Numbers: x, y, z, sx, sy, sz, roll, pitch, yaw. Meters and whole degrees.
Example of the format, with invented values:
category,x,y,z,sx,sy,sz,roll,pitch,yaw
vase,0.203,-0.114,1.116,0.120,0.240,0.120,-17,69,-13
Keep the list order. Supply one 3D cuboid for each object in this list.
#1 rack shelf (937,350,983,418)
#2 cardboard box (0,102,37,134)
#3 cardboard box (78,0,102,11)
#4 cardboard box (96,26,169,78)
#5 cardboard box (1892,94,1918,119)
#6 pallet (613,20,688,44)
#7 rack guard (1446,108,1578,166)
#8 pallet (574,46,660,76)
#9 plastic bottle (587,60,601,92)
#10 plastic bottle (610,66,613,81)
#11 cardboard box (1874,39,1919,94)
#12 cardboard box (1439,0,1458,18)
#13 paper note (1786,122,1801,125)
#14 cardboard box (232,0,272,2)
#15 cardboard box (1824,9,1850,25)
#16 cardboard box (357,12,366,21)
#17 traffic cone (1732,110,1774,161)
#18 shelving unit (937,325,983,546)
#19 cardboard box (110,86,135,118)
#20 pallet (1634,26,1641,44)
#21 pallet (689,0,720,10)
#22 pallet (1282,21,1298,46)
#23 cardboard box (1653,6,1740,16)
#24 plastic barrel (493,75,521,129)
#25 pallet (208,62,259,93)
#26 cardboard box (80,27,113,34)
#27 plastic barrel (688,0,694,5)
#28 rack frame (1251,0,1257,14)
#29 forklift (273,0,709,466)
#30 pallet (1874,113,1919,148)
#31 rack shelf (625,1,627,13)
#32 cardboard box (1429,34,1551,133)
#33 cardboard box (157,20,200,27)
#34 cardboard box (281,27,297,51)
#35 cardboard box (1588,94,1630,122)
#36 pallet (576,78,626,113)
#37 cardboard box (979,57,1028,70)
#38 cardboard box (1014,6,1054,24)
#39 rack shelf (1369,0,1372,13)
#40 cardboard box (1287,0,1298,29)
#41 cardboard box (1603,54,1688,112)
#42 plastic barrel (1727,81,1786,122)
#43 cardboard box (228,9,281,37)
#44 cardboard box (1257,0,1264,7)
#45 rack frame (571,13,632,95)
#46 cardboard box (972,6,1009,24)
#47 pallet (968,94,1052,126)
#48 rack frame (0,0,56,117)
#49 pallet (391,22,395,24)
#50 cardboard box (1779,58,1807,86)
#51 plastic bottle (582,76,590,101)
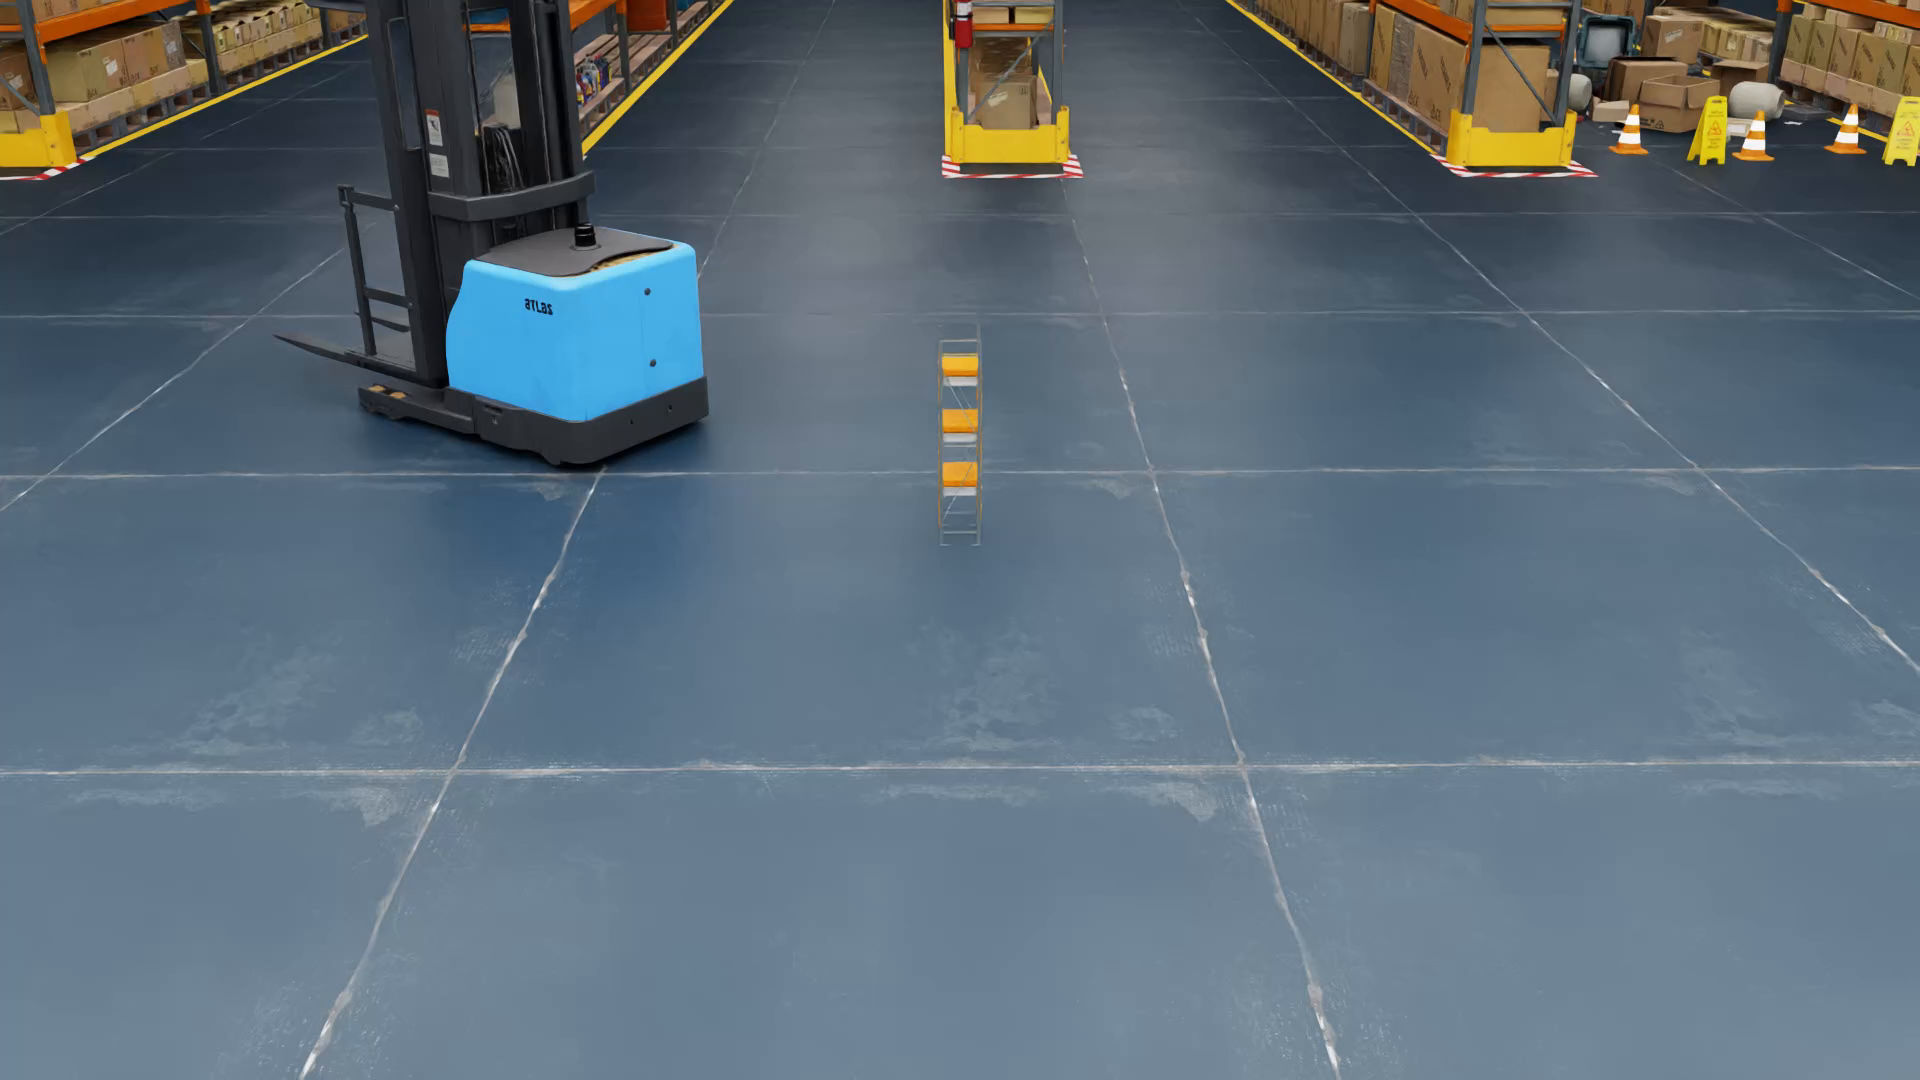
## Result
category,x,y,z,sx,sy,sz,roll,pitch,yaw
rack shelf,-0.001,-0.749,7.970,0.215,0.259,0.240,0,24,-1
cardboard box,-9.714,-4.274,16.887,0.500,0.250,0.500,0,24,-1
cardboard box,-9.415,-5.775,17.257,0.700,0.500,0.500,0,24,0
cardboard box,-9.230,-5.442,18.560,0.500,0.500,0.500,0,24,-1
cardboard box,10.124,-4.484,17.350,0.500,0.250,0.500,0,24,-1
pallet,-4.597,-7.487,24.548,1.003,0.211,1.213,0,24,-1
rack guard,5.454,-3.991,16.467,1.175,0.500,0.348,0,24,-1
pallet,-4.567,-6.342,22.015,1.003,0.211,1.213,0,24,-1
plastic bottle,-4.202,-5.302,19.014,0.144,0.351,0.185,0,24,-1
plastic bottle,-4.188,-5.562,19.770,0.097,0.201,0.097,0,24,0
cardboard box,10.124,-5.027,17.643,0.500,0.500,0.500,1,24,1
cardboard box,5.377,-5.587,16.781,0.875,0.550,0.550,0,24,-1
paper note,9.247,-4.633,18.456,0.142,0.019,0.148,-9,26,-19
cardboard box,-9.788,-7.389,23.094,0.500,0.311,0.500,1,24,1
cardboard box,10.044,-5.919,18.828,0.380,0.149,0.250,1,24,1
cardboard box,-9.231,-8.085,24.986,0.500,0.500,0.500,-1,24,-1
traffic cone,8.002,-4.074,16.696,0.336,0.463,0.334,0,24,-1
shelving unit,-0.001,-0.500,8.082,0.215,1.050,0.252,0,24,-1
cardboard box,-9.210,-4.688,17.803,0.500,0.250,0.500,0,24,-1
pallet,10.382,-7.554,24.697,1.003,0.211,1.213,0,24,-1
pallet,-4.637,-9.113,28.144,1.003,0.211,1.213,0,24,-1
pallet,5.360,-7.487,24.549,1.003,0.211,1.213,0,24,-1
cardboard box,10.311,-7.261,23.343,0.950,0.372,0.625,-2,24,-4
plastic barrel,-4.543,-4.465,16.992,0.421,0.512,0.421,0,24,0
pallet,-9.503,-5.797,20.811,1.003,0.211,1.213,0,24,-1
cardboard box,-9.753,-5.440,18.554,0.500,0.500,0.500,0,24,-1
plastic barrel,-4.602,-9.092,26.750,0.600,0.901,0.708,0,24,-1
rack frame,5.323,-10.084,26.906,1.000,3.000,0.127,0,24,-1
forklift,-2.962,-2.201,9.559,3.031,2.935,1.130,16,29,32
pallet,10.428,-4.299,17.499,1.003,0.211,1.213,0,24,-1
rack shelf,-4.525,-7.281,21.582,1.077,0.370,4.000,0,24,-1
cardboard box,5.380,-4.642,16.942,0.875,0.875,0.875,0,24,0
cardboard box,-9.759,-6.338,20.770,0.500,0.311,0.500,0,24,1
cardboard box,-9.239,-6.715,22.285,0.500,0.250,0.500,0,24,1
cardboard box,7.271,-4.842,18.633,0.396,0.266,0.258,4,25,9
pallet,-4.538,-5.237,19.574,1.003,0.211,1.213,0,24,-1
cardboard box,0.474,-4.973,18.129,0.500,0.500,0.500,2,24,4
cardboard box,0.728,-5.163,16.330,0.380,0.149,0.250,0,24,-1
rack shelf,5.388,-7.284,21.588,1.077,0.370,4.000,0,24,-1
cardboard box,5.098,-7.758,24.288,0.500,0.500,0.500,0,24,-1
cardboard box,7.833,-5.225,19.028,0.797,0.637,0.503,0,24,-1
plastic barrel,8.866,-4.874,18.512,0.512,0.421,0.421,19,30,35
cardboard box,-9.230,-6.763,21.710,0.500,0.311,0.500,0,24,1
cardboard box,5.066,-8.831,26.659,0.500,0.500,0.500,1,24,1
rack frame,-4.503,-6.785,19.611,1.000,3.000,0.127,0,24,-1
cardboard box,0.284,-5.161,16.326,0.380,0.149,0.250,0,24,-1
pallet,0.508,-4.756,18.509,1.003,0.211,1.213,0,24,-1
rack frame,-9.413,-5.116,15.921,1.000,3.000,0.127,0,24,-1
pallet,-9.497,-8.455,26.688,1.003,0.211,1.213,0,24,-1
cardboard box,10.095,-5.546,19.699,0.500,0.250,0.500,-1,24,-3
plastic bottle,-4.173,-5.025,18.497,0.097,0.271,0.097,0,24,0
